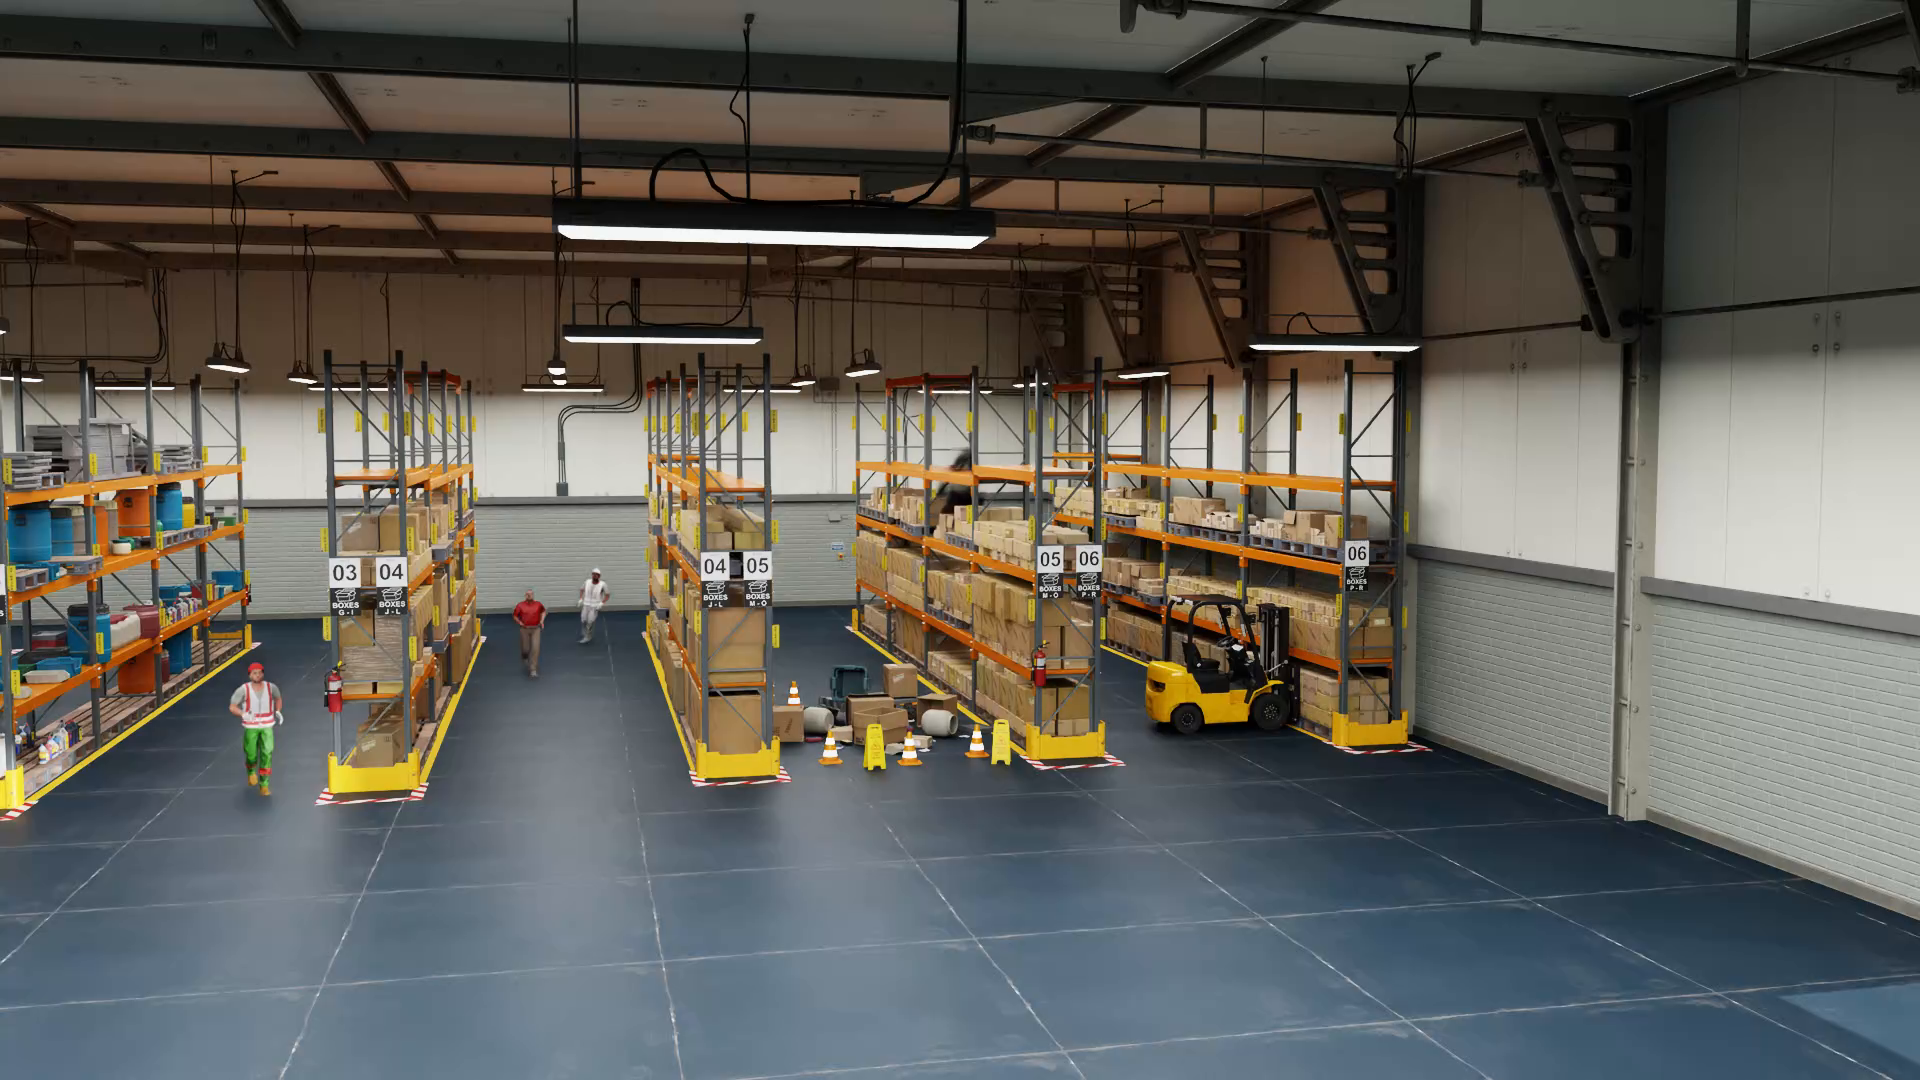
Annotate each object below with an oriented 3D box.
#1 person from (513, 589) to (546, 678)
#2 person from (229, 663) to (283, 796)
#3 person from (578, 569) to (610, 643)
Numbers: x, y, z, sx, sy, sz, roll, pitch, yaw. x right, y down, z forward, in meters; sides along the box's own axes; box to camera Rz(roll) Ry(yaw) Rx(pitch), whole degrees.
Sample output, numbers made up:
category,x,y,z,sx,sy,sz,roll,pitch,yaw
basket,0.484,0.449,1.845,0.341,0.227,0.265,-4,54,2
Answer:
category,x,y,z,sx,sy,sz,roll,pitch,yaw
person,-8.589,1.844,33.225,0.663,1.720,0.901,-1,4,-21
person,-9.531,2.542,22.563,0.681,1.773,0.808,-2,5,-31
person,-8.382,1.507,38.038,0.729,1.700,0.551,0,4,2
